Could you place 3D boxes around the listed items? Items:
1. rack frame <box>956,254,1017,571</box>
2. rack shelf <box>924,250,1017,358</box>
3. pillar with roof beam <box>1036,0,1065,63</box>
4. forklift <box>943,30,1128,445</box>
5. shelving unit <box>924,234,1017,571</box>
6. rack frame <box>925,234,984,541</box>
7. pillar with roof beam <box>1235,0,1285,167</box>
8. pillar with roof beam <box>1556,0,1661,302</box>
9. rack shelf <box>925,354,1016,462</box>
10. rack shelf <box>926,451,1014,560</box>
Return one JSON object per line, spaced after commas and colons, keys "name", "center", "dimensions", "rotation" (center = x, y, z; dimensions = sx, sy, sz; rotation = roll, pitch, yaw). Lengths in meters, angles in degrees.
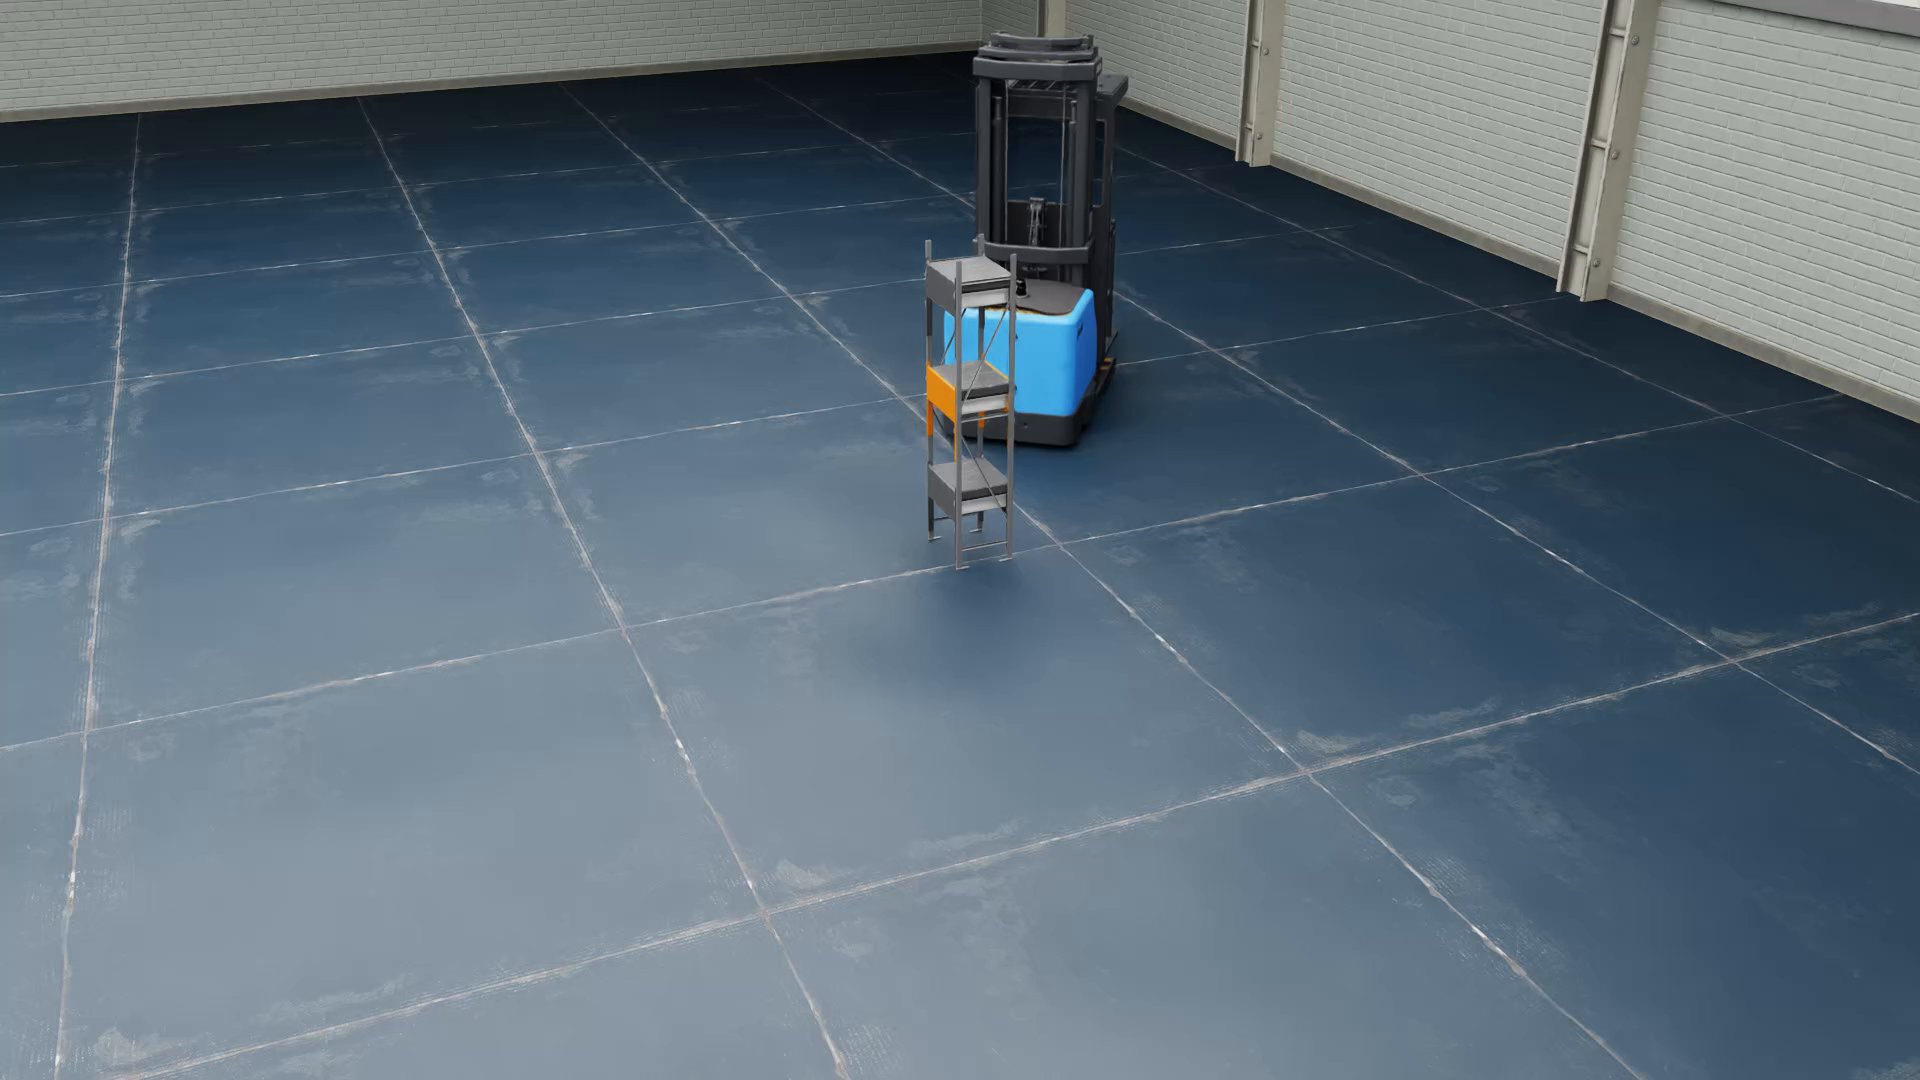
{"name": "rack frame", "center": [0.160, -0.778, 10.597], "dimensions": [0.400, 2.100, 0.015], "rotation": [-11, 28, -21]}
{"name": "rack shelf", "center": [0.065, -1.493, 10.497], "dimensions": [0.431, 0.518, 0.480], "rotation": [-11, 28, -21]}
{"name": "pillar with roof beam", "center": [-2.551, -10.563, 22.774], "dimensions": [9.100, 9.000, 0.400], "rotation": [-11, 28, -21]}
{"name": "forklift", "center": [0.719, -2.665, 13.514], "dimensions": [1.130, 2.935, 3.031], "rotation": [6, 27, 13]}
{"name": "shelving unit", "center": [0.065, -0.877, 10.799], "dimensions": [0.431, 2.100, 0.503], "rotation": [-11, 28, -21]}
{"name": "rack frame", "center": [-0.031, -0.975, 11.000], "dimensions": [0.400, 2.100, 0.015], "rotation": [-11, 28, -21]}
{"name": "pillar with roof beam", "center": [-0.202, -8.141, 17.813], "dimensions": [9.100, 9.000, 0.400], "rotation": [-11, 28, -21]}
{"name": "pillar with roof beam", "center": [2.148, -5.719, 12.852], "dimensions": [9.100, 9.000, 0.400], "rotation": [-11, 28, -21]}
{"name": "rack shelf", "center": [0.065, -0.864, 10.805], "dimensions": [0.431, 0.518, 0.480], "rotation": [-11, 28, -21]}
{"name": "rack shelf", "center": [0.065, -0.235, 11.112], "dimensions": [0.431, 0.518, 0.480], "rotation": [-11, 28, -21]}
